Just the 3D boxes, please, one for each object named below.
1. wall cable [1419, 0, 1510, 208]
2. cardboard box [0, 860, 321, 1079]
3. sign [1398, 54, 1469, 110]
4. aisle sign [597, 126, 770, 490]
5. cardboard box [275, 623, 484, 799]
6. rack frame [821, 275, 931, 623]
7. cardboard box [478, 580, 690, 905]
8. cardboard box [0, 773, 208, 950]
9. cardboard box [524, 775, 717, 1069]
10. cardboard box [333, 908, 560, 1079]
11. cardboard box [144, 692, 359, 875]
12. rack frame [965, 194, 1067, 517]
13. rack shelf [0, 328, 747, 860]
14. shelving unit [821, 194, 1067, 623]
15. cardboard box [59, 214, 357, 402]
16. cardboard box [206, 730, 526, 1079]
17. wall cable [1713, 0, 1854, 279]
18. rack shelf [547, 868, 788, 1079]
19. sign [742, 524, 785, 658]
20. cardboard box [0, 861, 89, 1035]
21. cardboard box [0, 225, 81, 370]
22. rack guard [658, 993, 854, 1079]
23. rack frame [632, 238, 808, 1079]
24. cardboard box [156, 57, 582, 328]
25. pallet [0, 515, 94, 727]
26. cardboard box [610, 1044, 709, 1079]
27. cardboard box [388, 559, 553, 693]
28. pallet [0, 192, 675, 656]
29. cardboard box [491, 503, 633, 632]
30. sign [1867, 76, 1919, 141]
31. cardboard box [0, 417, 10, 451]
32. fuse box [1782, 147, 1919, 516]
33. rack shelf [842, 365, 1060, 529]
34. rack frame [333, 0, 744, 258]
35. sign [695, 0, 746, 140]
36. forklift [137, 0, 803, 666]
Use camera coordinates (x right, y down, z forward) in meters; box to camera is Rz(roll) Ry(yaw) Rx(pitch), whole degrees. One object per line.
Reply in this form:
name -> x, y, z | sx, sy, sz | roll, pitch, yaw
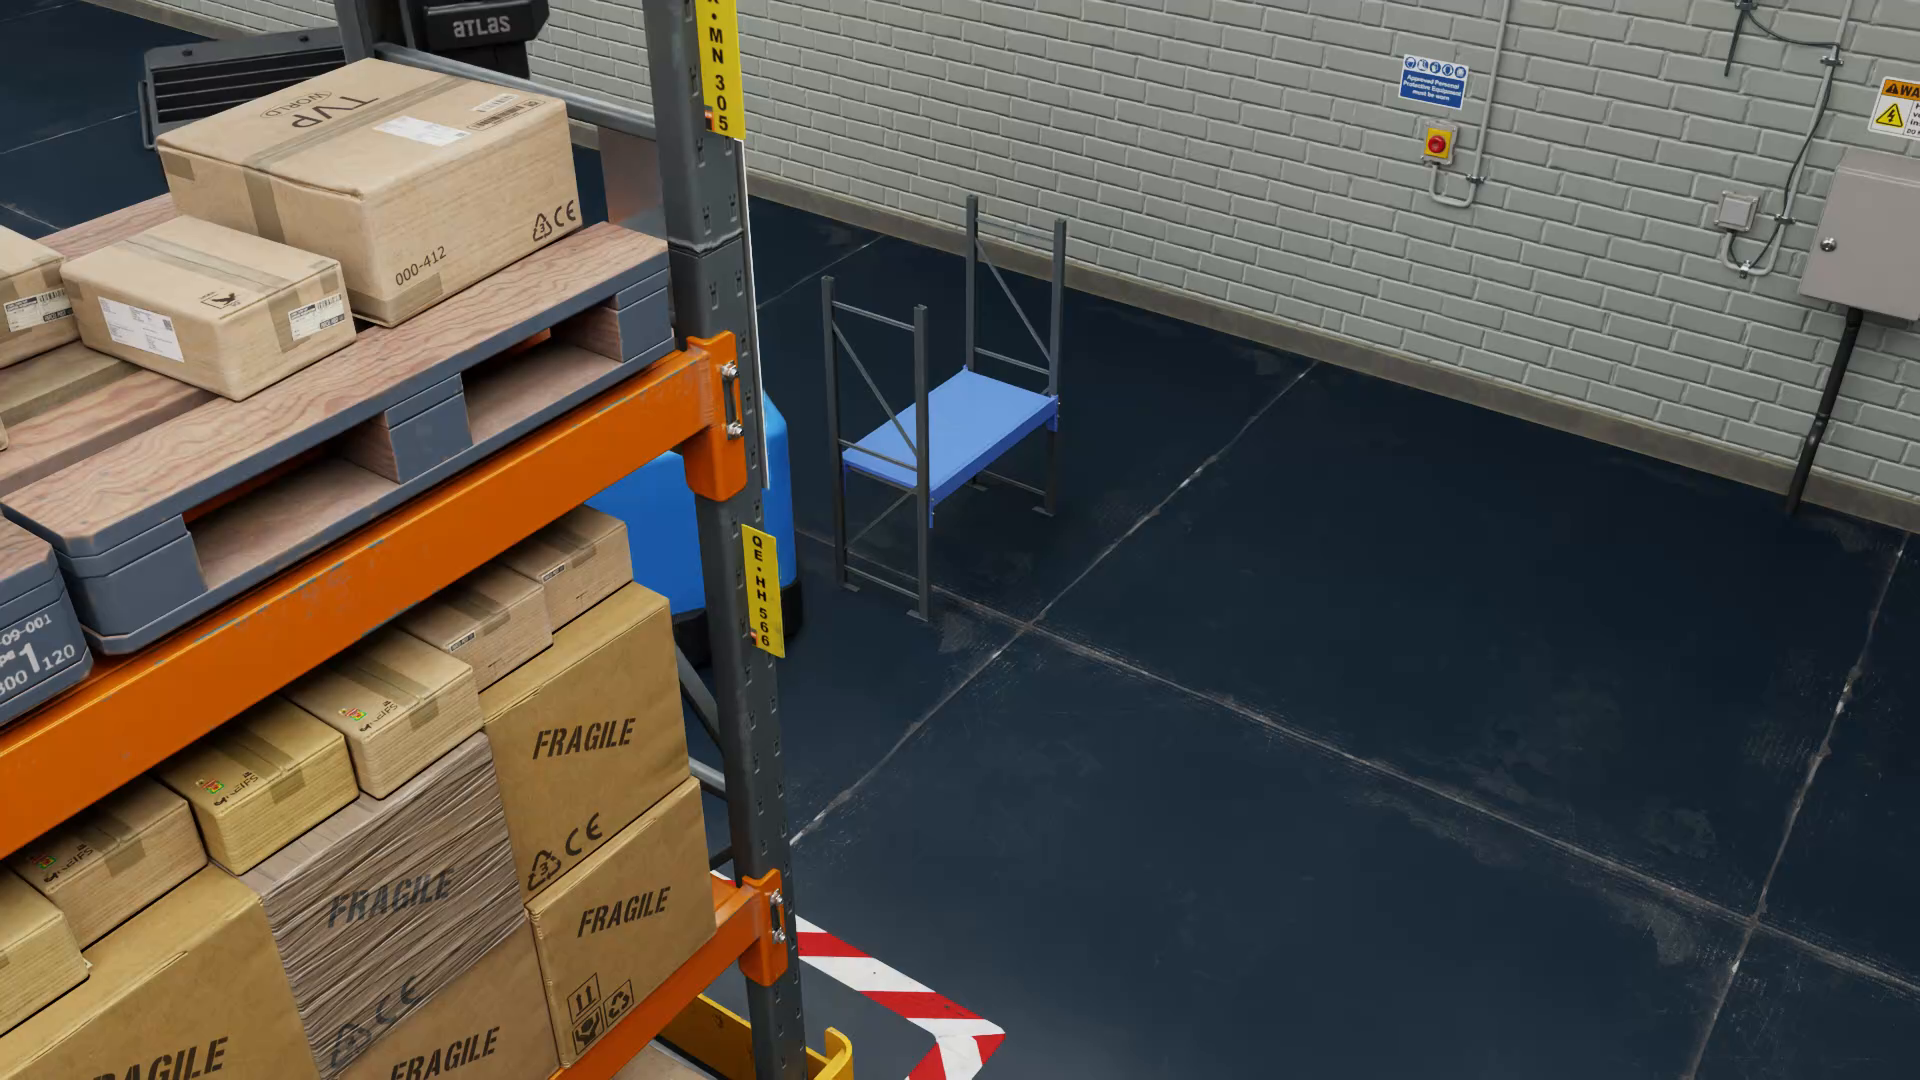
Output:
wall cable -> 2.323, -2.524, 7.869 | 0.585, 1.953, 0.123 | 21, 39, 28
cardboard box -> -1.511, 0.831, 2.861 | 0.500, 0.500, 0.500 | 21, 39, 28
sign -> 2.318, -2.245, 8.151 | 0.327, 0.218, 0.001 | 21, 39, 28
aisle sign -> -0.577, -0.498, 3.489 | 0.394, 0.787, 0.004 | 21, 39, 28
cardboard box -> -1.116, 0.288, 3.086 | 0.380, 0.149, 0.250 | 21, 39, 28
rack frame -> -0.338, -0.348, 6.926 | 0.500, 1.500, 0.032 | 21, 39, 28
cardboard box -> -0.952, 0.355, 3.566 | 0.500, 0.500, 0.500 | 23, 40, 30
cardboard box -> -1.501, 0.488, 2.790 | 0.380, 0.149, 0.250 | 21, 39, 28
cardboard box -> -0.930, 0.778, 3.833 | 0.500, 0.500, 0.500 | 21, 40, 28
cardboard box -> -1.229, 1.004, 3.499 | 0.500, 0.500, 0.500 | 20, 39, 27
cardboard box -> -1.293, 0.390, 2.934 | 0.380, 0.149, 0.250 | 22, 40, 29
rack frame -> 0.241, -0.816, 7.618 | 0.500, 1.500, 0.032 | 21, 39, 28
rack shelf -> -2.013, 0.488, 2.315 | 1.077, 0.370, 4.000 | 21, 39, 28
shelving unit -> -0.049, -0.582, 7.272 | 0.538, 1.500, 1.048 | 21, 39, 28
cardboard box -> -1.229, -0.387, 2.727 | 0.380, 0.149, 0.250 | 18, 38, 25
cardboard box -> -1.226, 0.605, 3.196 | 0.500, 0.500, 0.500 | 21, 40, 28
wall cable -> 3.495, -2.063, 7.216 | 0.588, 1.984, 0.122 | 21, 39, 28
rack shelf -> -2.013, 1.731, 3.155 | 1.077, 0.370, 4.000 | 21, 39, 28
sign -> -0.435, 0.115, 3.658 | 0.100, 0.325, 0.005 | 21, 39, 28
cardboard box -> -1.595, 0.622, 2.591 | 0.380, 0.149, 0.250 | 22, 40, 29
cardboard box -> -1.682, -0.414, 2.767 | 0.380, 0.149, 0.250 | 23, 40, 30
rack guard -> -0.859, 1.537, 5.031 | 1.175, 0.500, 0.348 | 21, 39, 28
rack frame -> -0.873, 0.513, 4.314 | 1.000, 3.000, 0.127 | 21, 39, 28
cardboard box -> -1.055, -0.647, 3.022 | 0.500, 0.250, 0.500 | 18, 38, 24
pallet -> -1.982, 0.215, 2.155 | 1.003, 0.211, 1.213 | 21, 39, 28
cardboard box -> -1.167, 1.736, 4.418 | 0.875, 0.438, 0.875 | 20, 39, 27
cardboard box -> -1.038, 0.142, 3.302 | 0.380, 0.149, 0.250 | 22, 40, 29
pallet -> -1.287, -0.349, 2.989 | 1.003, 0.211, 1.213 | 21, 39, 28
cardboard box -> -0.913, 0.017, 3.486 | 0.380, 0.149, 0.250 | 22, 40, 29
sign -> 4.038, -1.807, 7.007 | 0.339, 0.242, 0.001 | 21, 39, 28
cardboard box -> -1.767, -0.236, 2.358 | 0.500, 0.311, 0.500 | 22, 40, 29
fuse box -> 3.966, -0.818, 7.432 | 0.539, 1.711, 0.414 | 21, 39, 28
rack shelf -> -0.049, -0.433, 7.373 | 0.538, 0.185, 1.000 | 21, 39, 28
rack frame -> -0.873, -1.973, 2.634 | 1.000, 3.000, 0.127 | 21, 39, 28
sign -> -0.435, -0.884, 2.982 | 0.100, 0.325, 0.005 | 21, 39, 28
forklift -> -2.233, -0.701, 6.169 | 3.031, 2.935, 1.130 | -14, 36, -20
